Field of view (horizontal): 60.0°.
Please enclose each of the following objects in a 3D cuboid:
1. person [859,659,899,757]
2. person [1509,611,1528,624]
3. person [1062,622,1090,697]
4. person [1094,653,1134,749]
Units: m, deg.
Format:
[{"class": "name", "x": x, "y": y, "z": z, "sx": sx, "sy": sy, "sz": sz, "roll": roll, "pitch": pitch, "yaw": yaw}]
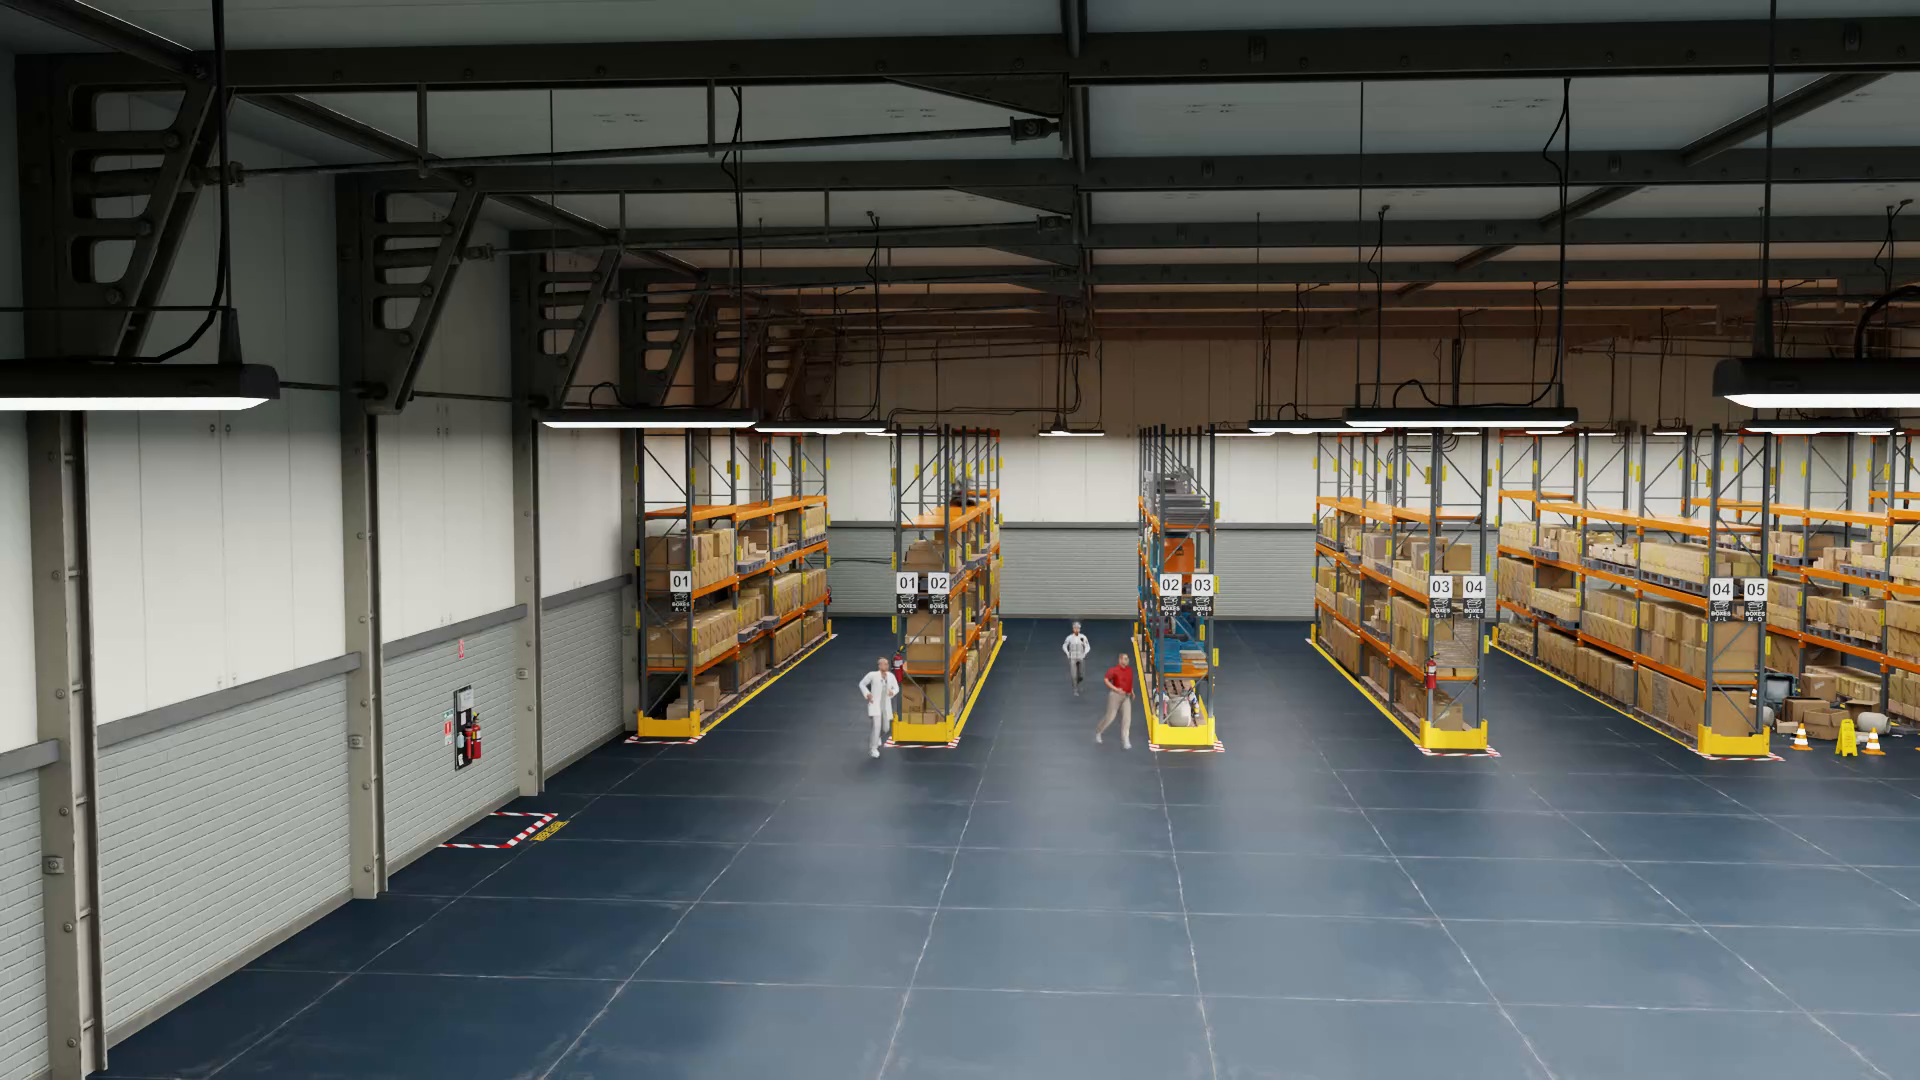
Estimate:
[{"class": "person", "x": -1.451, "y": 3.033, "z": 30.421, "sx": 0.739, "sy": 1.734, "sz": 0.871, "roll": -2, "pitch": 4, "yaw": -27}, {"class": "person", "x": 15.883, "y": 1.950, "z": 47.113, "sx": 0.928, "sy": 1.801, "sz": 0.665, "roll": 0, "pitch": 3, "yaw": 1}, {"class": "person", "x": 2.588, "y": 2.637, "z": 37.032, "sx": 0.615, "sy": 1.647, "sz": 0.589, "roll": 0, "pitch": 3, "yaw": -1}, {"class": "person", "x": 3.004, "y": 2.975, "z": 31.028, "sx": 0.736, "sy": 1.716, "sz": 0.962, "roll": -2, "pitch": 4, "yaw": -29}]
